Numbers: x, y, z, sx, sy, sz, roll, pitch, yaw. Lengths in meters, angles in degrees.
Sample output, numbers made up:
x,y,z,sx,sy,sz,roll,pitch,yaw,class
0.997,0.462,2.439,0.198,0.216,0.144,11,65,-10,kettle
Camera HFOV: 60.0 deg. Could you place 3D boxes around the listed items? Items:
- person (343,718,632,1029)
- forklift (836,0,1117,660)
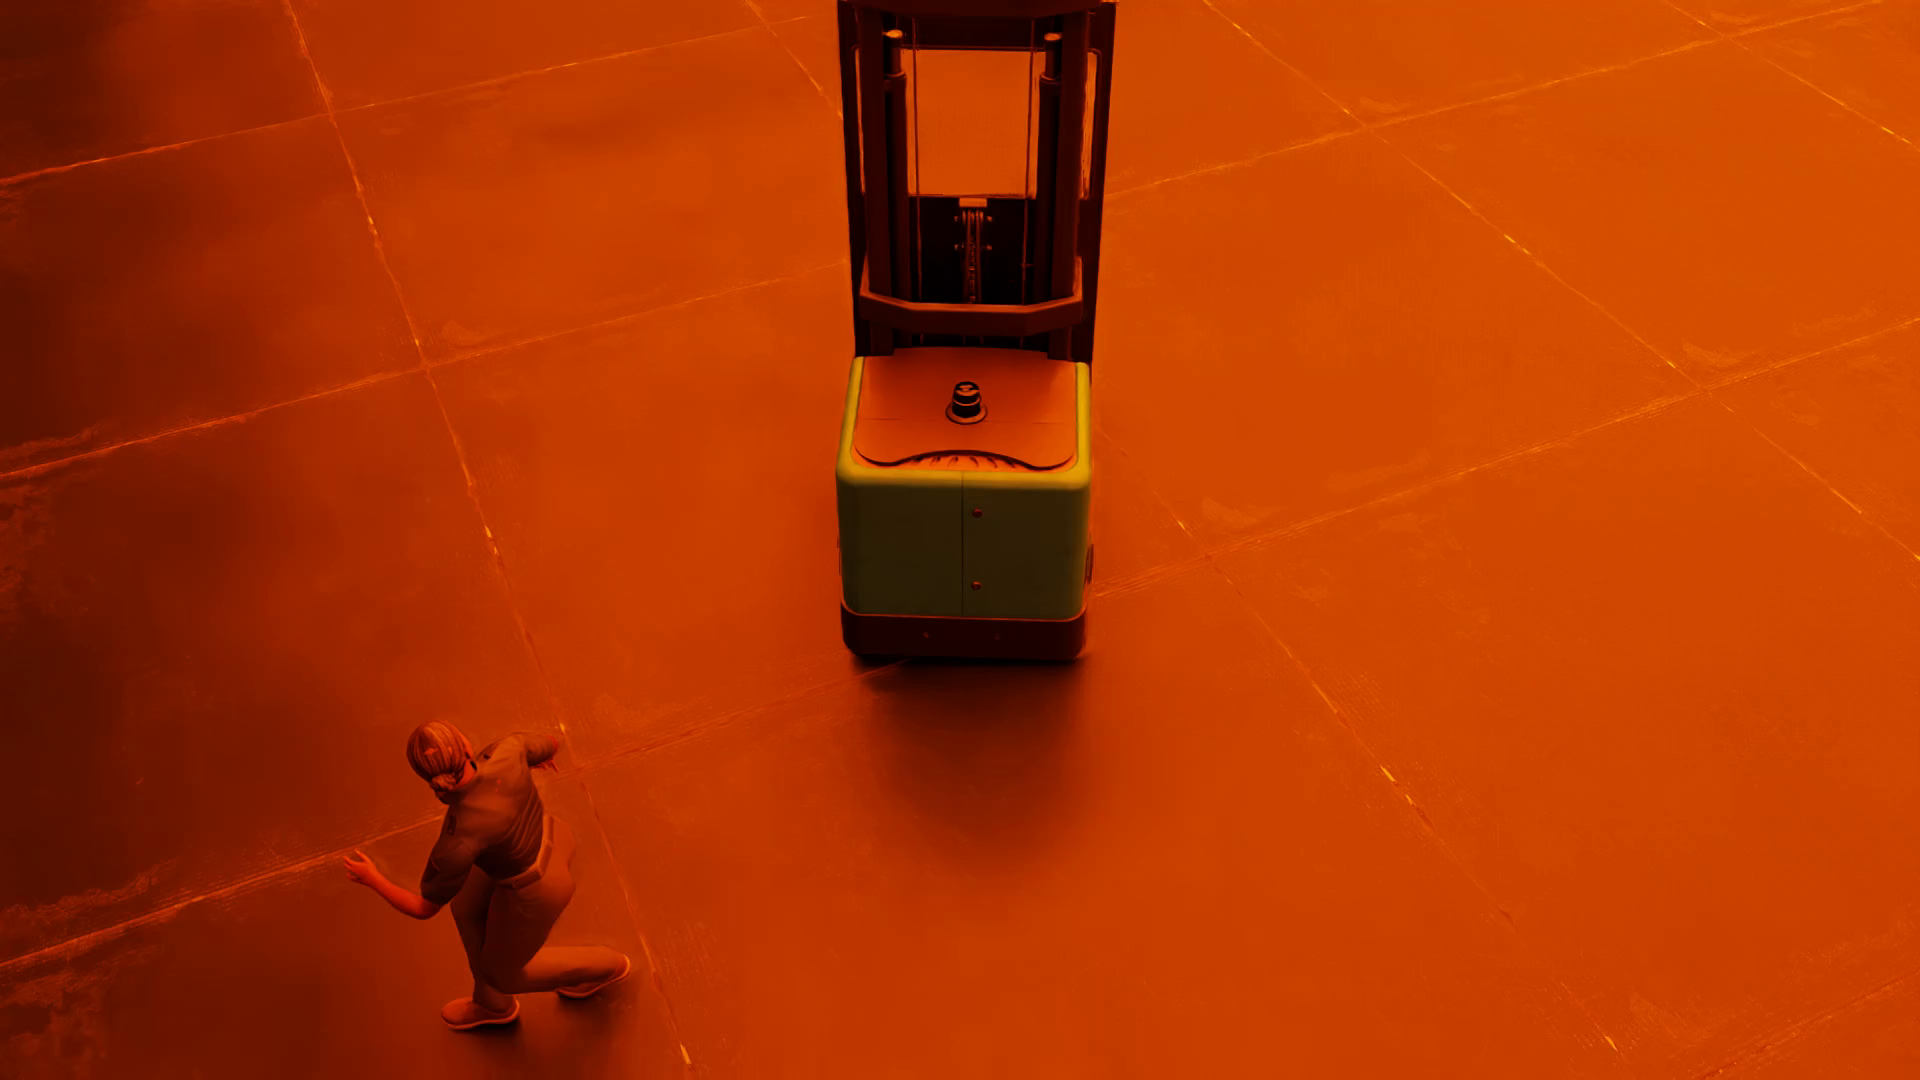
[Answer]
x,y,z,sx,sy,sz,roll,pitch,yaw,class
-1.598,1.050,5.601,0.817,1.533,0.785,-2,43,-2,person
0.076,-1.545,7.335,1.130,2.935,3.031,2,43,2,forklift
